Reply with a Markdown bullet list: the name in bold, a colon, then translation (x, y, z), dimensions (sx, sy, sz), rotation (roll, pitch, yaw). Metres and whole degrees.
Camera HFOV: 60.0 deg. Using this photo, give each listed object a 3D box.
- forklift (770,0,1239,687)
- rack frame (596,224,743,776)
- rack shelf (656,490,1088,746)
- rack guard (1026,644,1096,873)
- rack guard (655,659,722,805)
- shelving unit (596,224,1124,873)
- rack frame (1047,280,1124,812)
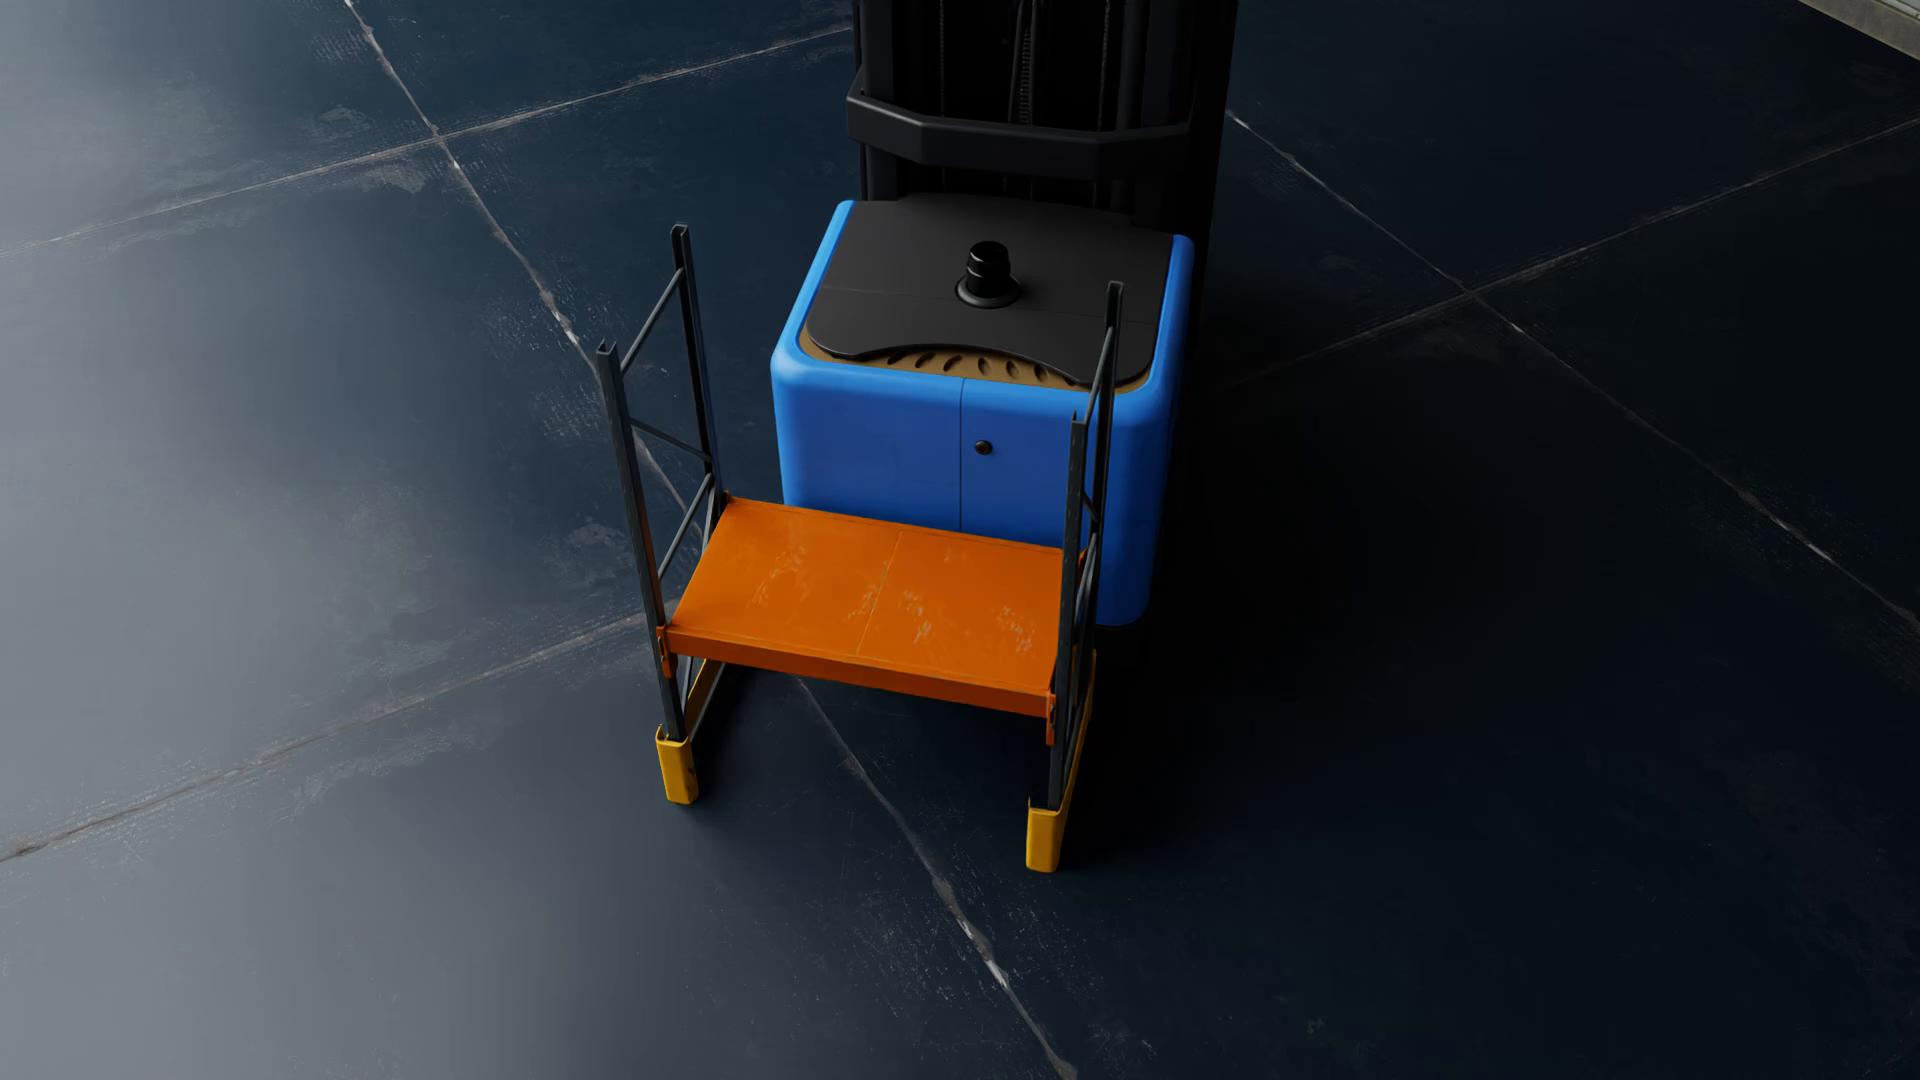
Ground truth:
- **forklift**: translation (0.280, -1.673, 4.869), dimensions (1.130, 2.935, 3.031), rotation (7, 45, 8)
- **rack frame**: translation (-0.698, -0.023, 4.197), dimensions (0.032, 1.500, 0.500), rotation (9, 45, 9)
- **rack shelf**: translation (-0.203, 0.185, 4.241), dimensions (1.000, 0.185, 0.538), rotation (9, 45, 9)
- **rack guard**: translation (0.274, 0.580, 4.473), dimensions (0.087, 0.250, 0.587), rotation (9, 45, 9)
- **rack guard**: translation (-0.697, 0.426, 4.632), dimensions (0.087, 0.250, 0.587), rotation (9, 45, 9)
- **shelving unit**: translation (-0.212, 0.054, 4.117), dimensions (1.083, 1.500, 0.587), rotation (9, 45, 9)
- **rack frame**: translation (0.293, 0.134, 4.035), dimensions (0.032, 1.500, 0.500), rotation (9, 45, 9)
